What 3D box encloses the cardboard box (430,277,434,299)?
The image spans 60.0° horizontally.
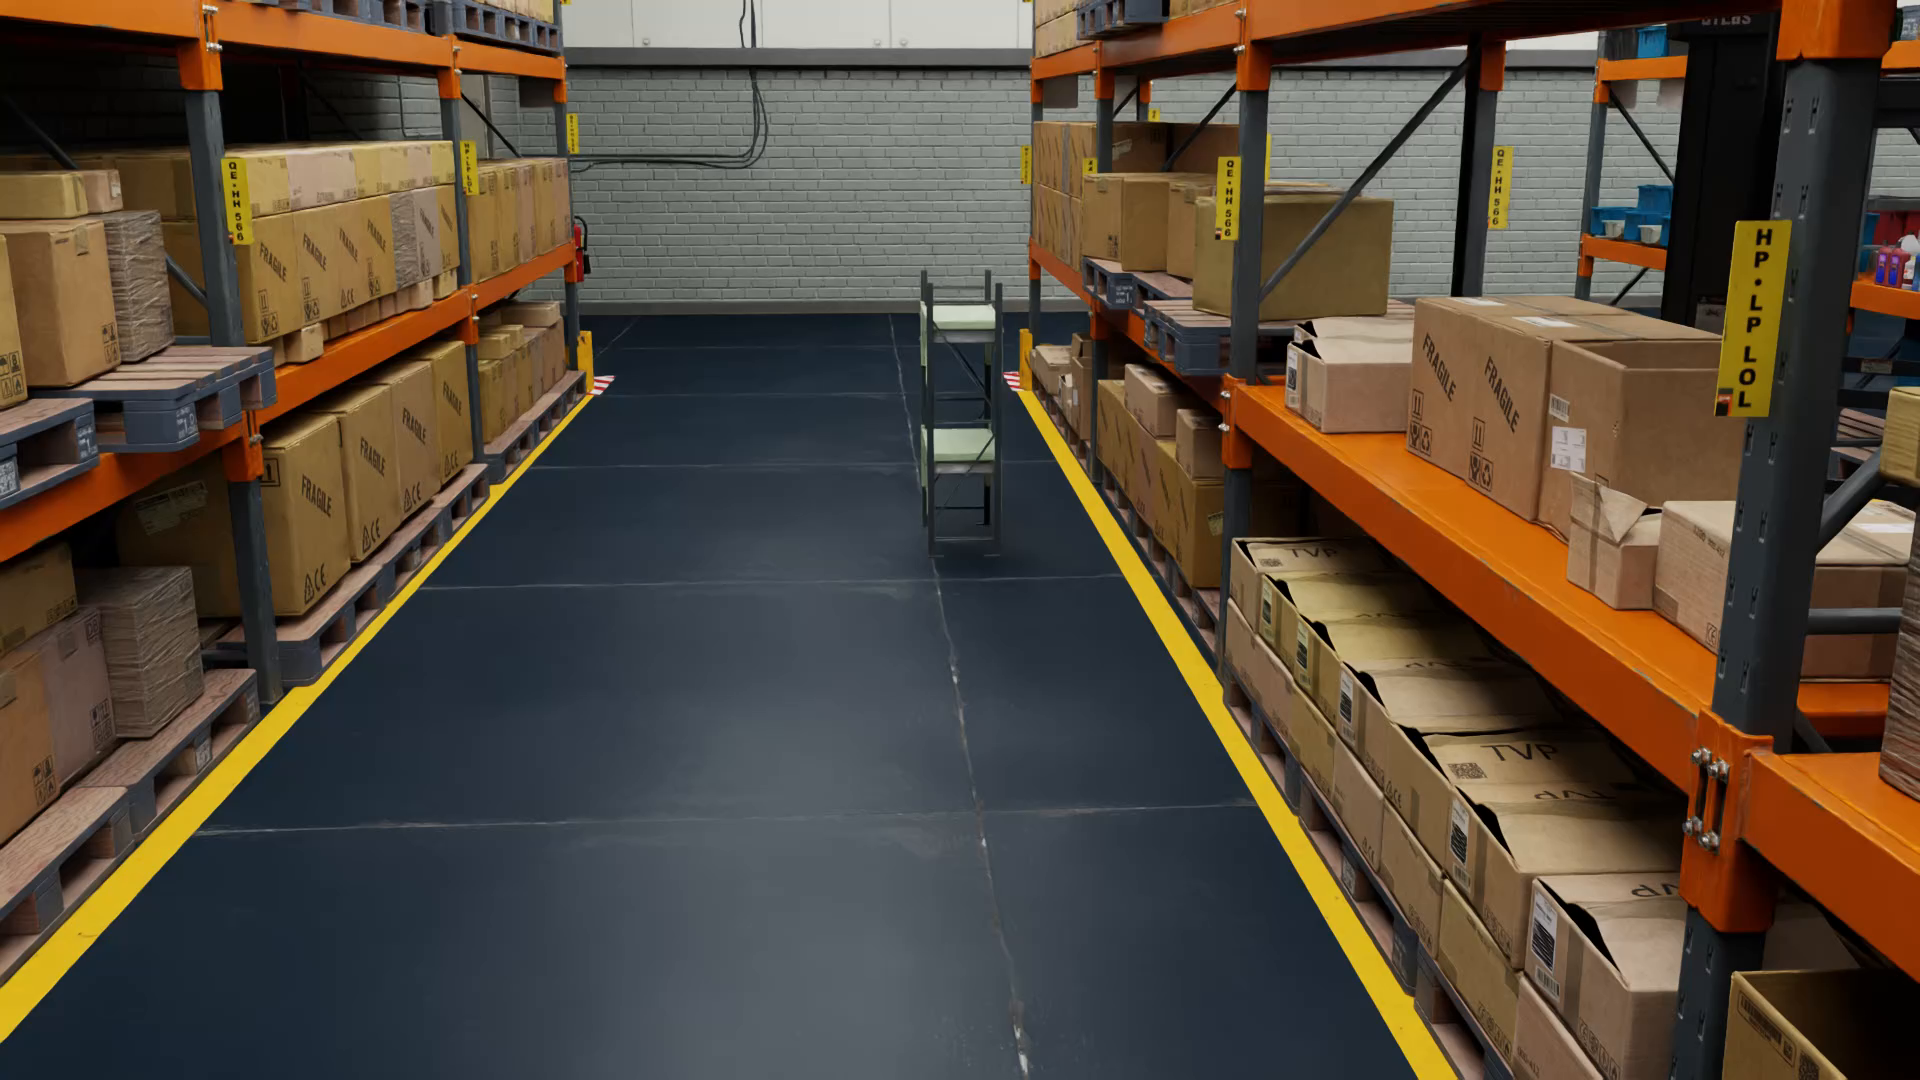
[{"bbox_3d":[-3.264,-1.447,9.596,0.380,0.149,0.250,0,14,-2],"label":"cardboard box"}]

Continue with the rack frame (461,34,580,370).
[{"bbox_3d":[-3.826,-2.761,14.239,1.000,3.000,0.127,-1,14,-3],"label":"rack frame"}]

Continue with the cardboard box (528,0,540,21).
[{"bbox_3d":[-3.482,-4.086,12.624,0.500,0.250,0.500,-1,14,-6],"label":"cardboard box"}]

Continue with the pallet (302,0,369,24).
[{"bbox_3d":[-3.495,-2.570,7.856,1.003,0.211,1.213,0,14,-1],"label":"pallet"}]

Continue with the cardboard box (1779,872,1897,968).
[{"bbox_3d":[2.085,0.896,3.575,0.500,0.311,0.500,-1,14,-3],"label":"cardboard box"}]

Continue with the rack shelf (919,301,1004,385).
[{"bbox_3d":[0.000,-1.103,9.236,0.431,0.370,0.720,-1,14,-3],"label":"rack shelf"}]

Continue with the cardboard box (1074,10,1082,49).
[{"bbox_3d":[1.050,-3.465,11.256,0.500,0.250,0.500,-1,14,-3],"label":"cardboard box"}]

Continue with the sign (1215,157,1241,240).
[{"bbox_3d":[1.073,-1.361,6.631,0.100,0.325,0.005,-1,14,-3],"label":"sign"}]

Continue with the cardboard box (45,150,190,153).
[{"bbox_3d":[-3.645,-1.575,7.284,0.500,0.250,0.500,-1,14,-5],"label":"cardboard box"}]

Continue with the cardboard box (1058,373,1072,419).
[{"bbox_3d":[1.001,-1.079,12.212,0.500,0.311,0.500,-1,14,-3],"label":"cardboard box"}]

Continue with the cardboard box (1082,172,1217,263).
[{"bbox_3d":[1.172,-1.975,10.137,0.700,0.500,0.500,-6,16,-22],"label":"cardboard box"}]

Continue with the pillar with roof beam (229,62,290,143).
[{"bbox_3d":[-0.188,-4.899,10.508,9.100,9.000,0.400,-1,14,-3],"label":"pillar with roof beam"}]

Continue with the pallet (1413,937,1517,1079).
[{"bbox_3d":[1.777,1.313,3.998,1.003,0.211,1.213,-1,14,-3],"label":"pallet"}]

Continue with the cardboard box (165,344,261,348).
[{"bbox_3d":[-3.119,-0.745,6.867,0.380,0.149,0.250,-1,14,-4],"label":"cardboard box"}]

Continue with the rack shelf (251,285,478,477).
[{"bbox_3d":[-3.454,-0.921,8.529,1.077,0.370,4.000,-1,14,-3],"label":"rack shelf"}]

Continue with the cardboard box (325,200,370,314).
[{"bbox_3d":[-3.158,-1.353,7.926,0.500,0.500,0.500,-1,14,-4],"label":"cardboard box"}]

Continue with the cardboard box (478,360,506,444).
[{"bbox_3d":[-3.522,-0.947,11.361,0.700,0.500,0.500,-1,14,-3],"label":"cardboard box"}]

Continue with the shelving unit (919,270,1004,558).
[{"bbox_3d":[0.000,-0.725,9.333,0.431,1.500,0.755,-1,14,-3],"label":"shelving unit"}]

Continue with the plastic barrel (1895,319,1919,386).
[{"bbox_3d":[6.327,-0.971,10.649,0.600,0.901,0.708,-1,14,-3],"label":"plastic barrel"}]

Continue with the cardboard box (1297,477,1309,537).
[{"bbox_3d":[1.833,-0.099,8.026,0.500,0.500,0.500,-1,14,-5],"label":"cardboard box"}]

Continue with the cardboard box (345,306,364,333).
[{"bbox_3d":[-3.225,-1.127,8.349,0.380,0.149,0.250,-1,14,-3],"label":"cardboard box"}]

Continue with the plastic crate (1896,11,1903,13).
[{"bbox_3d":[6.507,-3.622,11.827,0.497,0.269,0.590,-1,14,-3],"label":"plastic crate"}]

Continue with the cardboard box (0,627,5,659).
[{"bbox_3d":[-3.224,0.311,4.925,0.500,0.250,0.500,-1,14,-4],"label":"cardboard box"}]

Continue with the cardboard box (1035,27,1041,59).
[{"bbox_3d":[0.896,-4.087,13.673,0.500,0.250,0.500,-1,14,-3],"label":"cardboard box"}]

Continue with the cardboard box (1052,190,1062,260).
[{"bbox_3d":[0.977,-2.395,12.616,0.500,0.500,0.500,-1,14,-3],"label":"cardboard box"}]

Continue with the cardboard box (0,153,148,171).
[{"bbox_3d":[-3.617,-1.446,6.784,0.500,0.250,0.500,0,14,-2],"label":"cardboard box"}]

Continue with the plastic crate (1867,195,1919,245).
[{"bbox_3d":[6.505,-2.205,11.830,0.402,0.464,0.583,-1,14,-3],"label":"plastic crate"}]

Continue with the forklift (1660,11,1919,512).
[{"bbox_3d":[3.693,-0.816,6.815,3.031,2.935,1.130,9,17,32],"label":"forklift"}]

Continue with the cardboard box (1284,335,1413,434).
[{"bbox_3d":[1.476,-0.581,5.942,0.500,0.311,0.500,-1,14,-4],"label":"cardboard box"}]

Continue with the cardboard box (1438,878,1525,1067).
[{"bbox_3d":[1.517,1.049,4.103,0.500,0.250,0.500,-1,14,-4],"label":"cardboard box"}]

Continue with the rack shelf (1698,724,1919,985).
[{"bbox_3d":[1.986,0.991,1.097,1.077,0.370,4.000,-1,14,-3],"label":"rack shelf"}]

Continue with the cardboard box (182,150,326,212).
[{"bbox_3d":[-3.135,-1.588,7.334,0.500,0.250,0.500,-1,14,-4],"label":"cardboard box"}]

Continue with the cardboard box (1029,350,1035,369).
[{"bbox_3d":[0.801,-1.562,14.415,0.380,0.149,0.250,-1,14,-3],"label":"cardboard box"}]

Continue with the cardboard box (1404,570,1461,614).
[{"bbox_3d":[1.931,0.263,6.034,0.500,0.311,0.500,-1,14,-4],"label":"cardboard box"}]

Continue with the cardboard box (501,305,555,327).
[{"bbox_3d":[-3.476,-1.803,13.386,0.380,0.149,0.250,0,14,-2],"label":"cardboard box"}]

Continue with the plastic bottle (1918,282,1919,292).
[{"bbox_3d":[5.981,-1.647,10.158,0.152,0.276,0.135,-1,14,-3],"label":"plastic bottle"}]

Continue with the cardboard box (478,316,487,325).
[{"bbox_3d":[-3.810,-1.608,12.630,0.380,0.149,0.250,-1,14,-3],"label":"cardboard box"}]

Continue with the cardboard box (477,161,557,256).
[{"bbox_3d":[-3.728,-2.599,13.007,0.980,0.700,0.700,-1,14,-4],"label":"cardboard box"}]

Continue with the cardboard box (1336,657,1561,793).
[{"bbox_3d":[1.456,0.528,5.006,0.500,0.311,0.500,-1,14,-4],"label":"cardboard box"}]

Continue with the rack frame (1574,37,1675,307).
[{"bbox_3d":[6.062,-2.914,14.833,1.000,3.000,0.127,-1,14,-3],"label":"rack frame"}]

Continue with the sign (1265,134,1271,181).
[{"bbox_3d":[1.920,-2.414,10.566,0.100,0.325,0.005,-1,14,-3],"label":"sign"}]

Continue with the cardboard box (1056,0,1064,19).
[{"bbox_3d":[0.979,-3.956,12.160,0.500,0.250,0.500,-1,14,-3],"label":"cardboard box"}]

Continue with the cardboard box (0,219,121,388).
[{"bbox_3d":[-3.229,-0.778,5.447,0.700,0.500,0.500,-2,15,-9],"label":"cardboard box"}]

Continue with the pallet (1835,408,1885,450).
[{"bbox_3d":[6.226,-0.751,12.023,1.003,0.211,1.213,-1,14,-3],"label":"pallet"}]

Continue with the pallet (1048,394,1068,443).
[{"bbox_3d":[1.246,-0.968,12.867,1.003,0.211,1.213,-1,14,-3],"label":"pallet"}]

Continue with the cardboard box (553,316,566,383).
[{"bbox_3d":[-3.682,-1.582,13.827,0.700,0.500,0.500,-1,14,-3],"label":"cardboard box"}]

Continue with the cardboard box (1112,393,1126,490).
[{"bbox_3d":[1.197,-0.590,9.933,0.500,0.500,0.500,-1,14,-3],"label":"cardboard box"}]

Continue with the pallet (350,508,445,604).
[{"bbox_3d":[-3.376,0.079,8.797,1.003,0.211,1.213,-1,14,-3],"label":"pallet"}]

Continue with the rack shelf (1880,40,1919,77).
[{"bbox_3d":[6.434,-2.526,8.750,1.077,0.370,4.000,-1,14,-3],"label":"rack shelf"}]

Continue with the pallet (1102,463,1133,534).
[{"bbox_3d":[1.454,-0.292,10.237,1.003,0.211,1.213,-1,14,-3],"label":"pallet"}]

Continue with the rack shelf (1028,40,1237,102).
[{"bbox_3d":[1.242,-3.446,12.322,1.077,0.370,4.000,-1,14,-3],"label":"rack shelf"}]

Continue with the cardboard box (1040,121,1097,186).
[{"bbox_3d":[0.923,-3.127,13.453,0.500,0.500,0.500,-1,14,-3],"label":"cardboard box"}]

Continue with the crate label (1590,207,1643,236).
[{"bbox_3d":[5.749,-2.796,14.588,0.416,0.233,0.303,-1,14,-3],"label":"crate label"}]

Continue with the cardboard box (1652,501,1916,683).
[{"bbox_3d":[1.788,0.096,3.433,0.500,0.250,0.500,0,14,0],"label":"cardboard box"}]

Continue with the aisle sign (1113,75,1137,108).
[{"bbox_3d":[1.420,-4.119,14.300,0.394,0.787,0.004,-1,14,-3],"label":"aisle sign"}]

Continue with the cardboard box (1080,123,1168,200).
[{"bbox_3d":[1.076,-2.498,11.010,0.500,0.500,0.500,-1,14,-3],"label":"cardboard box"}]

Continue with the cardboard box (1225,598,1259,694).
[{"bbox_3d":[1.353,0.414,6.573,0.500,0.250,0.500,-1,14,-4],"label":"cardboard box"}]

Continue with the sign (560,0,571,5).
[{"bbox_3d":[-3.283,-4.609,13.784,0.100,0.325,0.005,-1,14,-3],"label":"sign"}]
